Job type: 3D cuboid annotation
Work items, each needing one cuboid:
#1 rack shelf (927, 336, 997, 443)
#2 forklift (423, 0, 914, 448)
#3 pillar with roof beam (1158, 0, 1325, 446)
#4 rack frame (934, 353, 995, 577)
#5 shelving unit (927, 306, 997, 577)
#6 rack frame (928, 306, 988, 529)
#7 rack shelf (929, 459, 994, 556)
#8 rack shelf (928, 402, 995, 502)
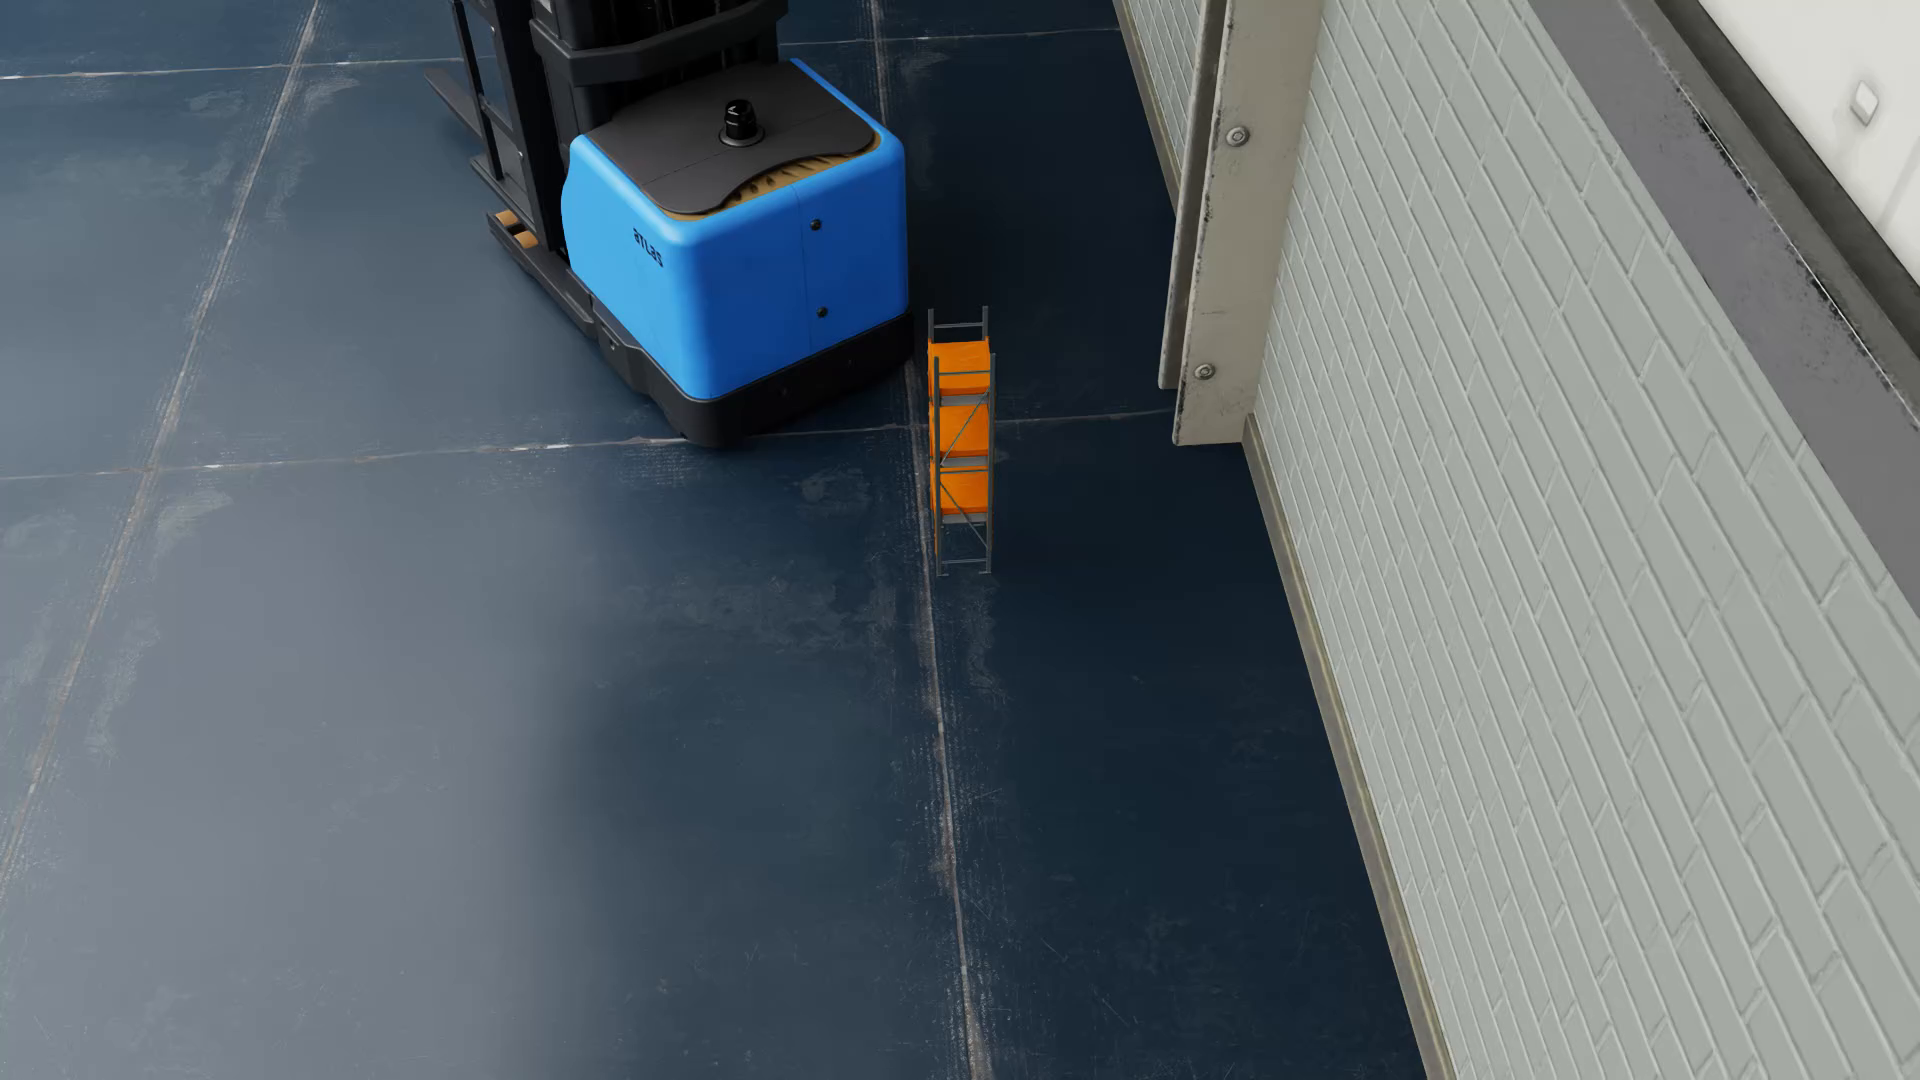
[{"bbox_3d":[0.004,-0.510,5.634,0.215,0.259,0.240,-3,47,-3],"label":"rack shelf"},{"bbox_3d":[-1.461,-2.400,6.504,1.130,2.935,3.031,-28,53,-24],"label":"forklift"},{"bbox_3d":[-3.302,-3.361,3.235,9.100,9.000,0.400,-3,47,-3],"label":"pillar with roof beam"},{"bbox_3d":[0.015,-0.234,5.749,0.200,1.050,0.008,-3,47,-3],"label":"rack frame"},{"bbox_3d":[0.004,-0.322,5.832,0.215,1.050,0.252,-3,47,-3],"label":"shelving unit"},{"bbox_3d":[-0.006,-0.411,5.916,0.200,1.050,0.008,-3,47,-3],"label":"rack frame"},{"bbox_3d":[0.004,-0.124,6.042,0.215,0.259,0.240,-3,47,-3],"label":"rack shelf"},{"bbox_3d":[0.004,-0.315,5.840,0.215,0.259,0.240,-3,47,-3],"label":"rack shelf"}]
